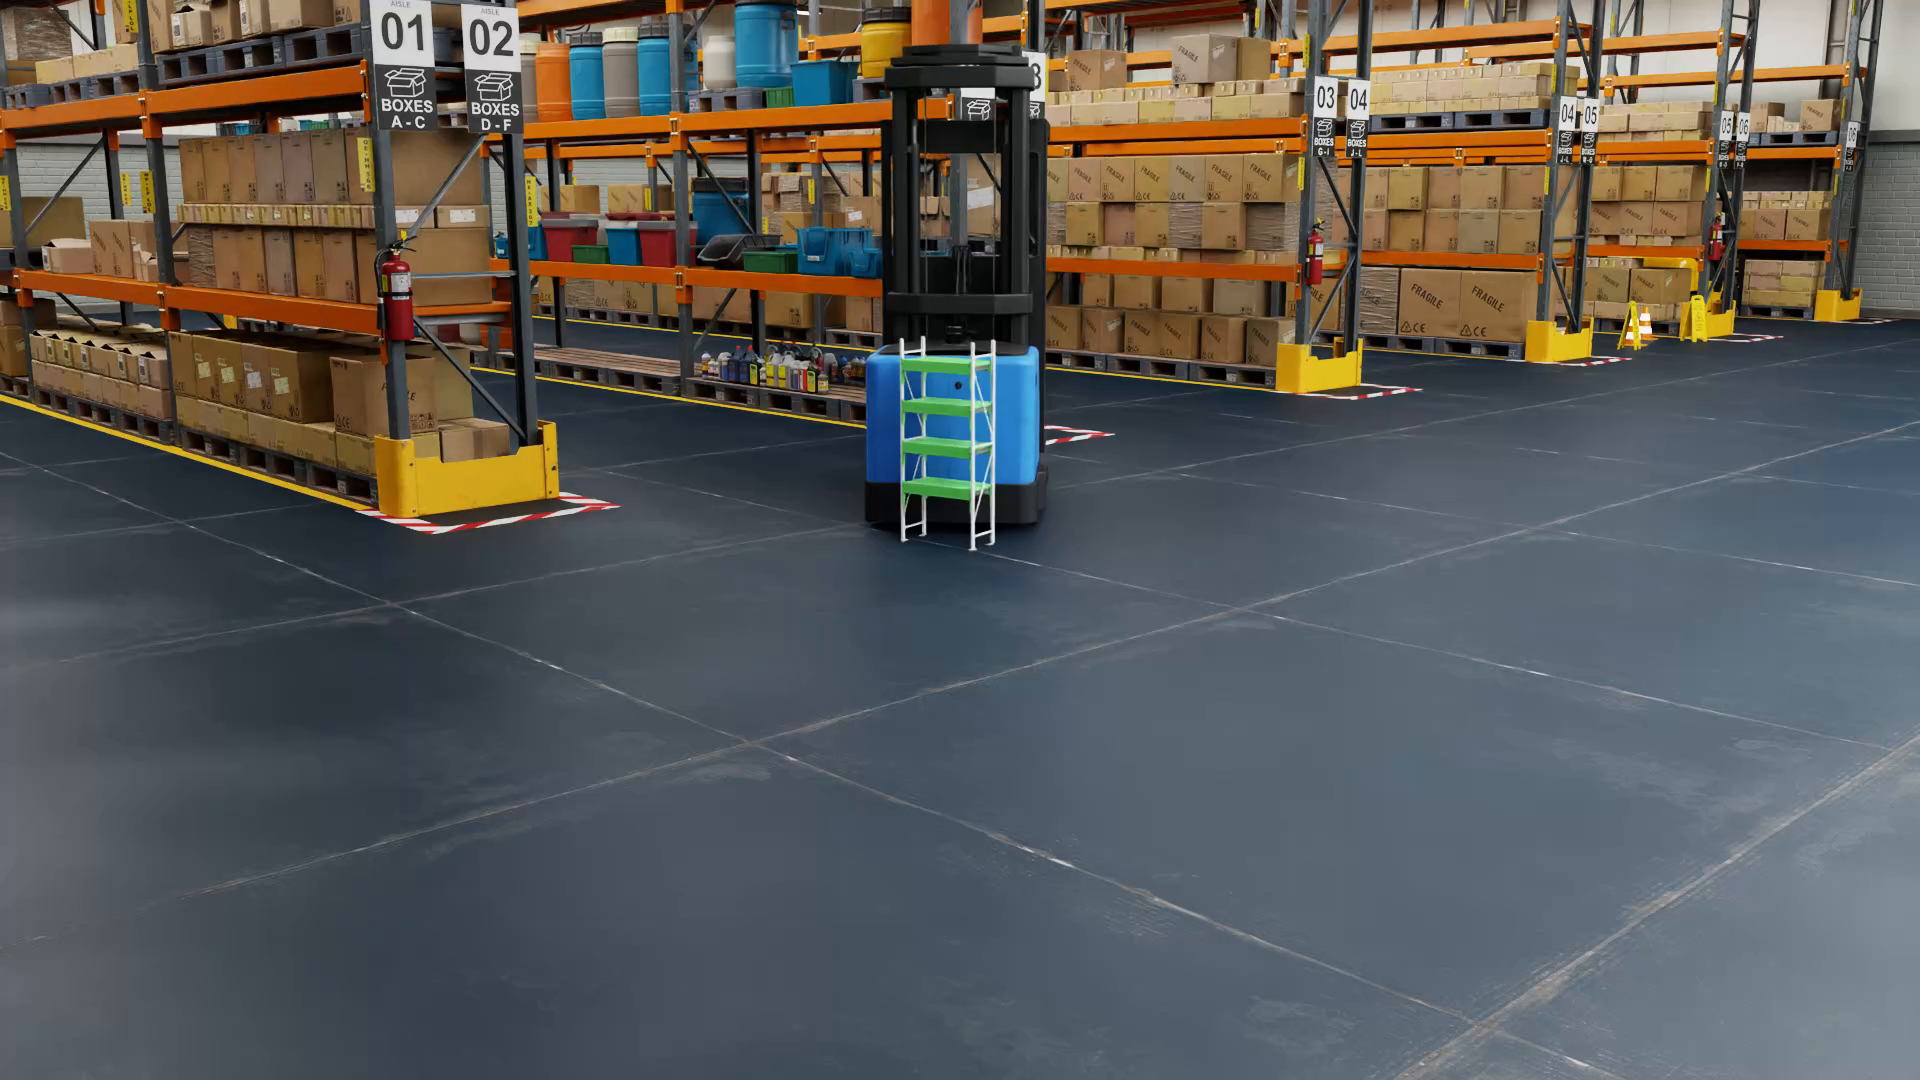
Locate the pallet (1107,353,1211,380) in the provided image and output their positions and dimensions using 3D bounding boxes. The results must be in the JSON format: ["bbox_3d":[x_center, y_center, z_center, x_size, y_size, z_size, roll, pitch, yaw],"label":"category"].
[{"bbox_3d":[2.474,-2.039,19.285,1.003,0.211,1.213,-11,16,-43],"label":"pallet"}]

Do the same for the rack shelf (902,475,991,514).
[{"bbox_3d":[-0.073,-0.272,9.762,0.480,0.148,0.258,7,14,32],"label":"rack shelf"}]

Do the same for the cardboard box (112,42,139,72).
[{"bbox_3d":[-6.830,-4.068,14.122,0.500,0.250,0.500,10,15,40],"label":"cardboard box"}]

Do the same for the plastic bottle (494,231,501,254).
[{"bbox_3d":[-5.810,-3.748,20.957,0.061,0.283,0.133,-11,16,-43],"label":"plastic bottle"}]

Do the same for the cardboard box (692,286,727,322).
[{"bbox_3d":[-3.313,-3.788,25.087,0.875,0.875,1.225,11,16,43],"label":"cardboard box"}]

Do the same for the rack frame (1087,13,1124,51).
[{"bbox_3d":[2.781,-9.163,32.084,1.000,3.000,0.127,-11,16,-43],"label":"rack frame"}]

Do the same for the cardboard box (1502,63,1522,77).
[{"bbox_3d":[6.908,-5.798,20.546,0.380,0.149,0.250,-11,16,-42],"label":"cardboard box"}]

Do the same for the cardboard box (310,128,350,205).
[{"bbox_3d":[-3.984,-2.550,11.393,0.500,0.500,0.700,11,16,44],"label":"cardboard box"}]

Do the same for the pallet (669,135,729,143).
[{"bbox_3d":[-3.718,-6.092,25.087,1.217,0.209,0.805,11,16,43],"label":"pallet"}]

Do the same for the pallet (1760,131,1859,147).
[{"bbox_3d":[14.185,-6.698,27.774,1.003,0.211,1.213,-11,16,-43],"label":"pallet"}]

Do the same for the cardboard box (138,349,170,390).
[{"bbox_3d":[-6.517,-1.449,13.894,0.500,0.311,0.500,-11,16,-43],"label":"cardboard box"}]

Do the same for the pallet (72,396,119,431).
[{"bbox_3d":[-7.413,-1.210,15.264,1.003,0.211,1.213,-11,16,-43],"label":"pallet"}]

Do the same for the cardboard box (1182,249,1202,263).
[{"bbox_3d":[2.679,-3.162,18.448,0.380,0.149,0.250,-11,16,-43],"label":"cardboard box"}]

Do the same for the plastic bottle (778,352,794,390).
[{"bbox_3d":[-1.635,-1.611,15.774,0.144,0.351,0.185,-10,15,-40],"label":"plastic bottle"}]

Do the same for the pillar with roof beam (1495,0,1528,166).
[{"bbox_3d":[7.569,-8.607,29.385,9.100,9.000,0.400,-11,16,-43],"label":"pillar with roof beam"}]

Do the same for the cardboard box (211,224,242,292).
[{"bbox_3d":[-5.350,-2.205,12.933,0.700,0.500,0.500,-11,16,-43],"label":"cardboard box"}]

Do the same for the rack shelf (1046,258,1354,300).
[{"bbox_3d":[2.519,-3.032,18.976,1.077,0.370,4.000,-11,16,-43],"label":"rack shelf"}]

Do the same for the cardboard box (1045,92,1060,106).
[{"bbox_3d":[1.139,-5.177,19.554,0.250,0.149,0.380,11,16,44],"label":"cardboard box"}]

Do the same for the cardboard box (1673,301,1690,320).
[{"bbox_3d":[10.710,-3.488,25.183,0.500,0.250,0.500,-11,16,-43],"label":"cardboard box"}]

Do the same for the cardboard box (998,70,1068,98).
[{"bbox_3d":[0.885,-5.484,20.364,0.637,0.503,0.797,11,16,42],"label":"cardboard box"}]

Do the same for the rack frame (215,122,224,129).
[{"bbox_3d":[-10.732,-7.675,24.865,1.000,3.000,0.127,-11,16,-43],"label":"rack frame"}]

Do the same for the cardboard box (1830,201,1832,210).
[{"bbox_3d":[14.608,-5.618,27.890,0.250,0.149,0.380,11,16,44],"label":"cardboard box"}]

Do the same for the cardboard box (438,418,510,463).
[{"bbox_3d":[-3.477,-0.680,11.554,0.500,0.250,0.500,-11,16,-43],"label":"cardboard box"}]

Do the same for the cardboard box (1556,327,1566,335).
[{"bbox_3d":[8.702,-2.987,24.039,0.380,0.149,0.250,-3,12,-13],"label":"cardboard box"}]

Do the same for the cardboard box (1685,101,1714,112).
[{"bbox_3d":[10.620,-6.218,23.871,0.380,0.149,0.250,-11,16,-42],"label":"cardboard box"}]

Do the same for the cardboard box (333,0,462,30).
[{"bbox_3d":[-3.661,-3.591,10.829,0.797,0.503,0.637,-9,15,-39],"label":"cardboard box"}]

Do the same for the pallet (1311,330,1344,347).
[{"bbox_3d":[5.263,-2.865,23.293,1.003,0.211,1.213,-11,16,-43],"label":"pallet"}]

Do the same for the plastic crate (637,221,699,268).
[{"bbox_3d":[-3.000,-3.045,17.099,0.402,0.464,0.583,-11,16,-43],"label":"plastic crate"}]

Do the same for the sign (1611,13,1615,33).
[{"bbox_3d":[11.508,-9.106,29.300,0.100,0.325,0.005,-11,16,-43],"label":"sign"}]

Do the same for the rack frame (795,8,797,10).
[{"bbox_3d":[-3.492,-9.042,31.498,1.000,3.000,0.127,-11,16,-43],"label":"rack frame"}]

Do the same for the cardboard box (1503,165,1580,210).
[{"bbox_3d":[7.329,-4.430,20.935,0.875,0.550,0.550,-11,16,-43],"label":"cardboard box"}]

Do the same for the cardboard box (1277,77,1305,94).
[{"bbox_3d":[3.483,-4.680,17.144,0.380,0.149,0.250,-11,16,-43],"label":"cardboard box"}]

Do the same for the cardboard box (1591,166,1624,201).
[{"bbox_3d":[9.786,-5.337,24.918,0.700,0.500,0.500,-11,16,-43],"label":"cardboard box"}]

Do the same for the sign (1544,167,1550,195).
[{"bbox_3d":[7.155,-4.378,20.272,0.100,0.325,0.005,-11,16,-43],"label":"sign"}]

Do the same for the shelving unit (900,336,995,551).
[{"bbox_3d":[-0.073,-0.569,9.701,0.503,1.200,0.258,7,14,32],"label":"shelving unit"}]

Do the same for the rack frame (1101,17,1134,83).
[{"bbox_3d":[3.606,-10.439,38.278,1.000,3.000,0.127,-11,16,-43],"label":"rack frame"}]

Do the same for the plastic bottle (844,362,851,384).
[{"bbox_3d":[-1.083,-1.634,16.253,0.097,0.201,0.097,0,12,0],"label":"plastic bottle"}]

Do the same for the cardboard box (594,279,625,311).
[{"bbox_3d":[-5.406,-4.247,27.318,0.875,0.875,0.875,-11,16,-43],"label":"cardboard box"}]

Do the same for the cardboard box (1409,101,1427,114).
[{"bbox_3d":[6.030,-5.593,21.527,0.380,0.149,0.250,-11,16,-42],"label":"cardboard box"}]

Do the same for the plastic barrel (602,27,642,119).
[{"bbox_3d":[-3.404,-4.840,17.293,0.600,0.901,0.600,0,12,0],"label":"plastic barrel"}]

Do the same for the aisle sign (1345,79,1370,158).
[{"bbox_3d":[4.160,-4.398,17.383,0.394,0.787,0.004,-11,16,-43],"label":"aisle sign"}]

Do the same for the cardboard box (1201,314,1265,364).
[{"bbox_3d":[3.043,-2.249,18.550,0.500,0.500,0.500,-6,13,-28],"label":"cardboard box"}]

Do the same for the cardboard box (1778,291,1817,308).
[{"bbox_3d":[14.102,-4.049,27.904,0.500,0.250,0.500,-11,16,-42],"label":"cardboard box"}]

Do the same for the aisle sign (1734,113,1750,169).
[{"bbox_3d":[11.335,-5.781,24.093,0.394,0.787,0.004,-11,16,-43],"label":"aisle sign"}]

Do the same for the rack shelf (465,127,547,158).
[{"bbox_3d":[-6.588,-4.978,20.990,1.077,0.370,4.000,-11,16,-43],"label":"rack shelf"}]

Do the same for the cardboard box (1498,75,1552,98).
[{"bbox_3d":[7.017,-5.597,20.557,0.500,0.250,0.500,-11,16,-42],"label":"cardboard box"}]

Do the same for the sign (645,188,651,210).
[{"bbox_3d":[-4.787,-5.229,25.515,0.100,0.325,0.005,-11,16,-43],"label":"sign"}]

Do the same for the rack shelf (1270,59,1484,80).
[{"bbox_3d":[6.924,-7.739,27.947,1.077,0.370,4.000,-11,16,-43],"label":"rack shelf"}]

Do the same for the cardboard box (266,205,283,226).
[{"bbox_3d":[-4.742,-2.334,11.952,0.380,0.149,0.250,-11,16,-43],"label":"cardboard box"}]

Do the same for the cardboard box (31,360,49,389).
[{"bbox_3d":[-8.643,-1.621,16.121,0.500,0.250,0.500,-11,16,-43],"label":"cardboard box"}]

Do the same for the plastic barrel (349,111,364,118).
[{"bbox_3d":[-7.787,-5.783,21.736,0.433,0.535,0.433,0,12,0],"label":"plastic barrel"}]

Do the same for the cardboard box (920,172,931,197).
[{"bbox_3d":[-0.865,-6.304,29.614,0.500,0.500,0.500,-10,16,-41],"label":"cardboard box"}]

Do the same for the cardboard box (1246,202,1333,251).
[{"bbox_3d":[3.540,-3.371,17.855,0.875,0.500,0.500,-11,16,-43],"label":"cardboard box"}]

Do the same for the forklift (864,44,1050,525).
[{"bbox_3d":[0.047,-1.773,11.254,1.130,2.935,3.031,1,12,4],"label":"forklift"}]
